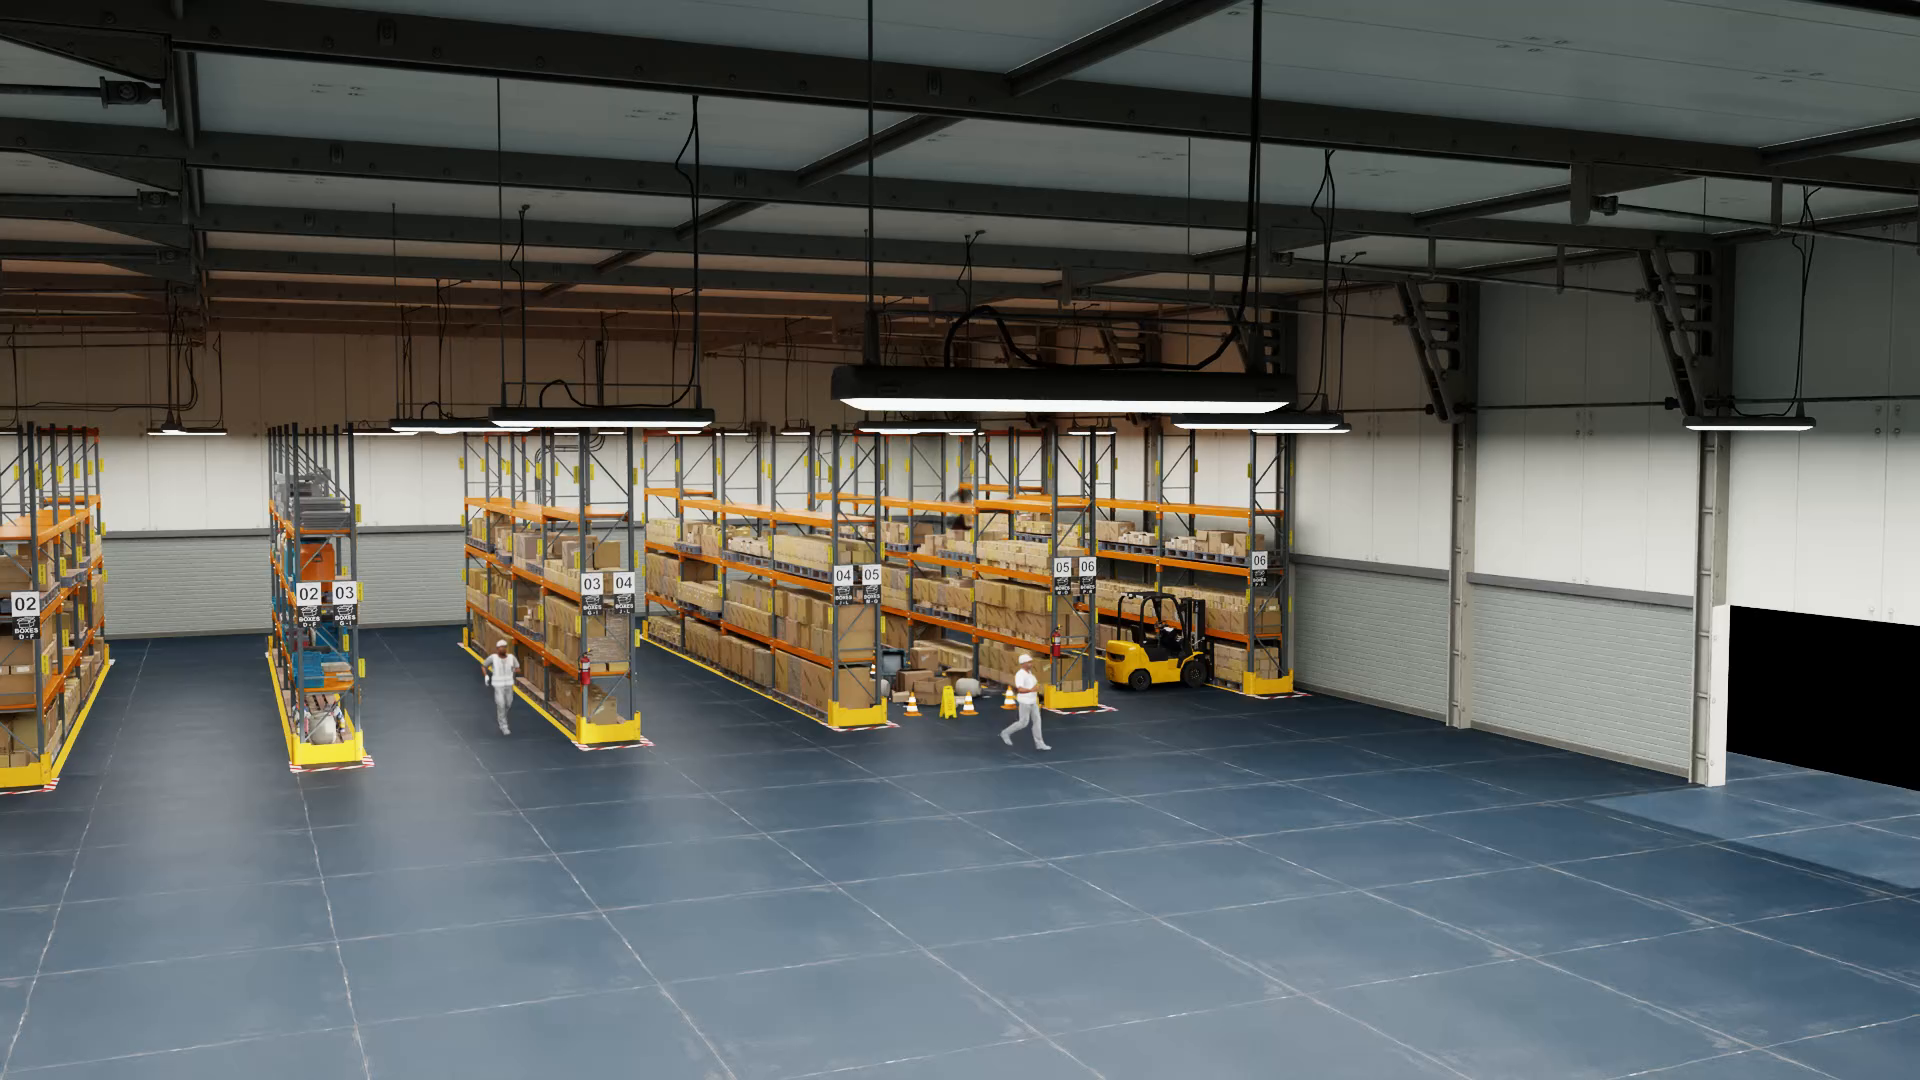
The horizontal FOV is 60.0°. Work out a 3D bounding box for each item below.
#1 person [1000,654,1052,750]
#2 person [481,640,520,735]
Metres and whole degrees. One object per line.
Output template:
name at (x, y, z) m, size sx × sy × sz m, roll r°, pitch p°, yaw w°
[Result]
person at (1.219, 2.966, 30.468) m, size 0.968 × 1.747 × 0.708 m, roll 2°, pitch 4°, yaw 24°
person at (-8.874, 2.828, 32.286) m, size 0.683 × 1.777 × 0.992 m, roll -2°, pitch 4°, yaw -34°
